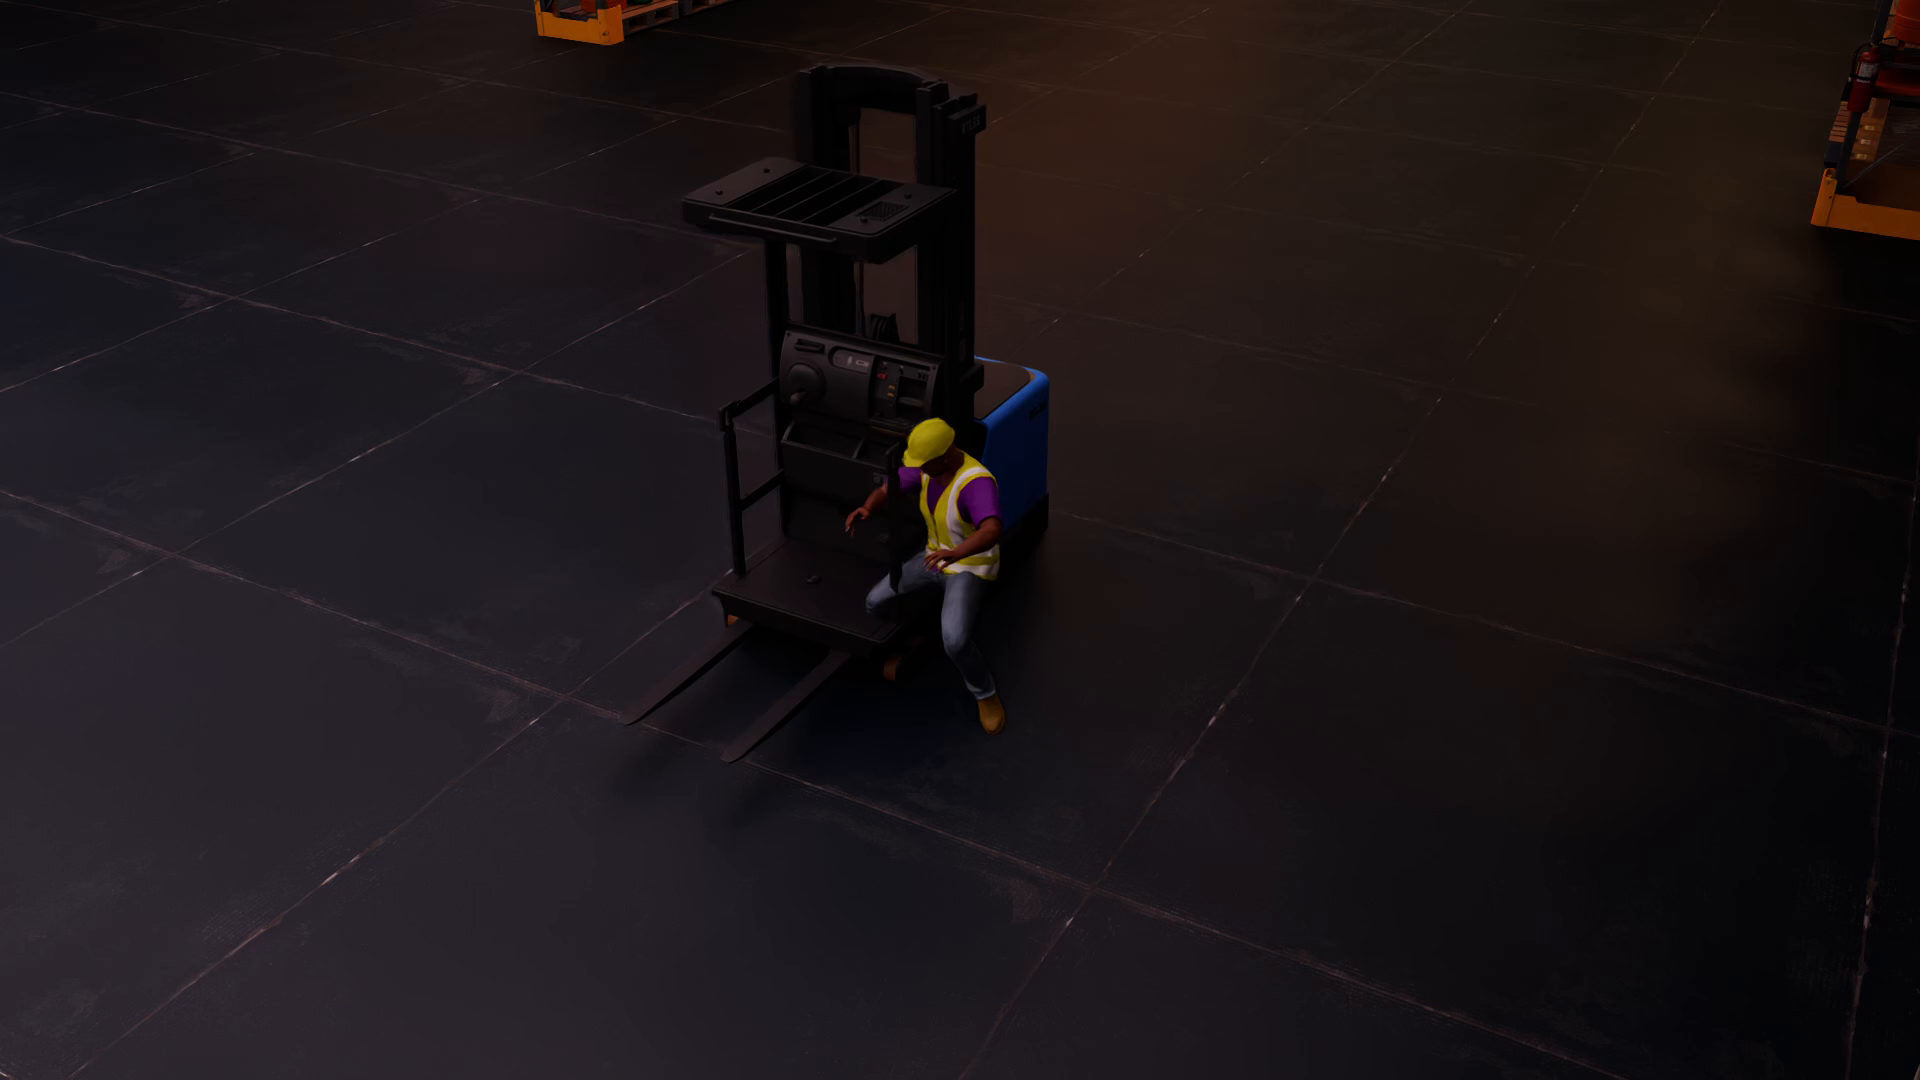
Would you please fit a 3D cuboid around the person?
[{"bbox_3d":[-0.170,0.114,8.284,0.733,1.534,1.081,-18,35,-28],"label":"person"}]

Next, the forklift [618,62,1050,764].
[{"bbox_3d":[-0.628,-0.777,8.418,1.130,2.935,3.031,16,33,25],"label":"forklift"}]
